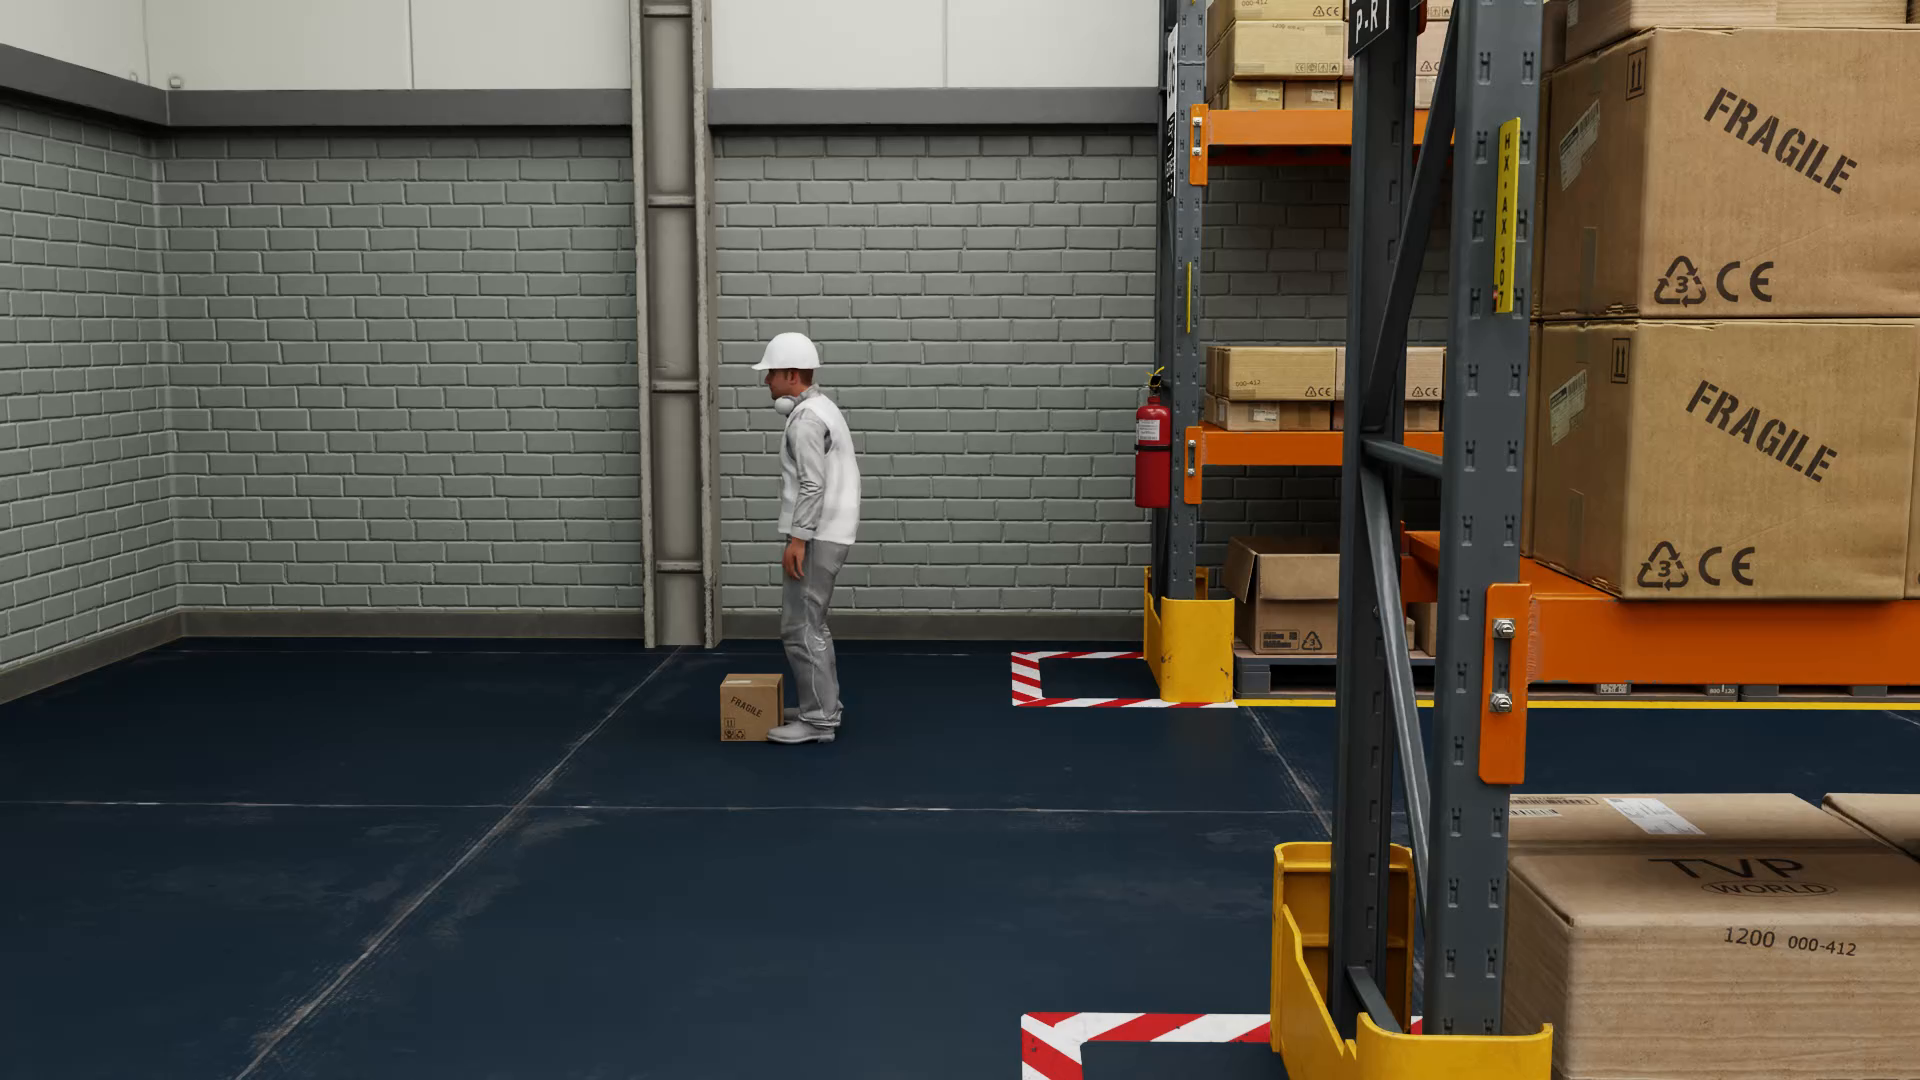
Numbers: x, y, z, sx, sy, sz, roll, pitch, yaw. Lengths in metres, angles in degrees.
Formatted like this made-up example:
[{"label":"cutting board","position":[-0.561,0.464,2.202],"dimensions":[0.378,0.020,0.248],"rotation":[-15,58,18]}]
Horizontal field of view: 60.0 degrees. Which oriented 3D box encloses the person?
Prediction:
[{"label":"person","position":[-0.666,-0.014,7.275],"dimensions":[0.465,1.771,0.582],"rotation":[0,7,1]}]
